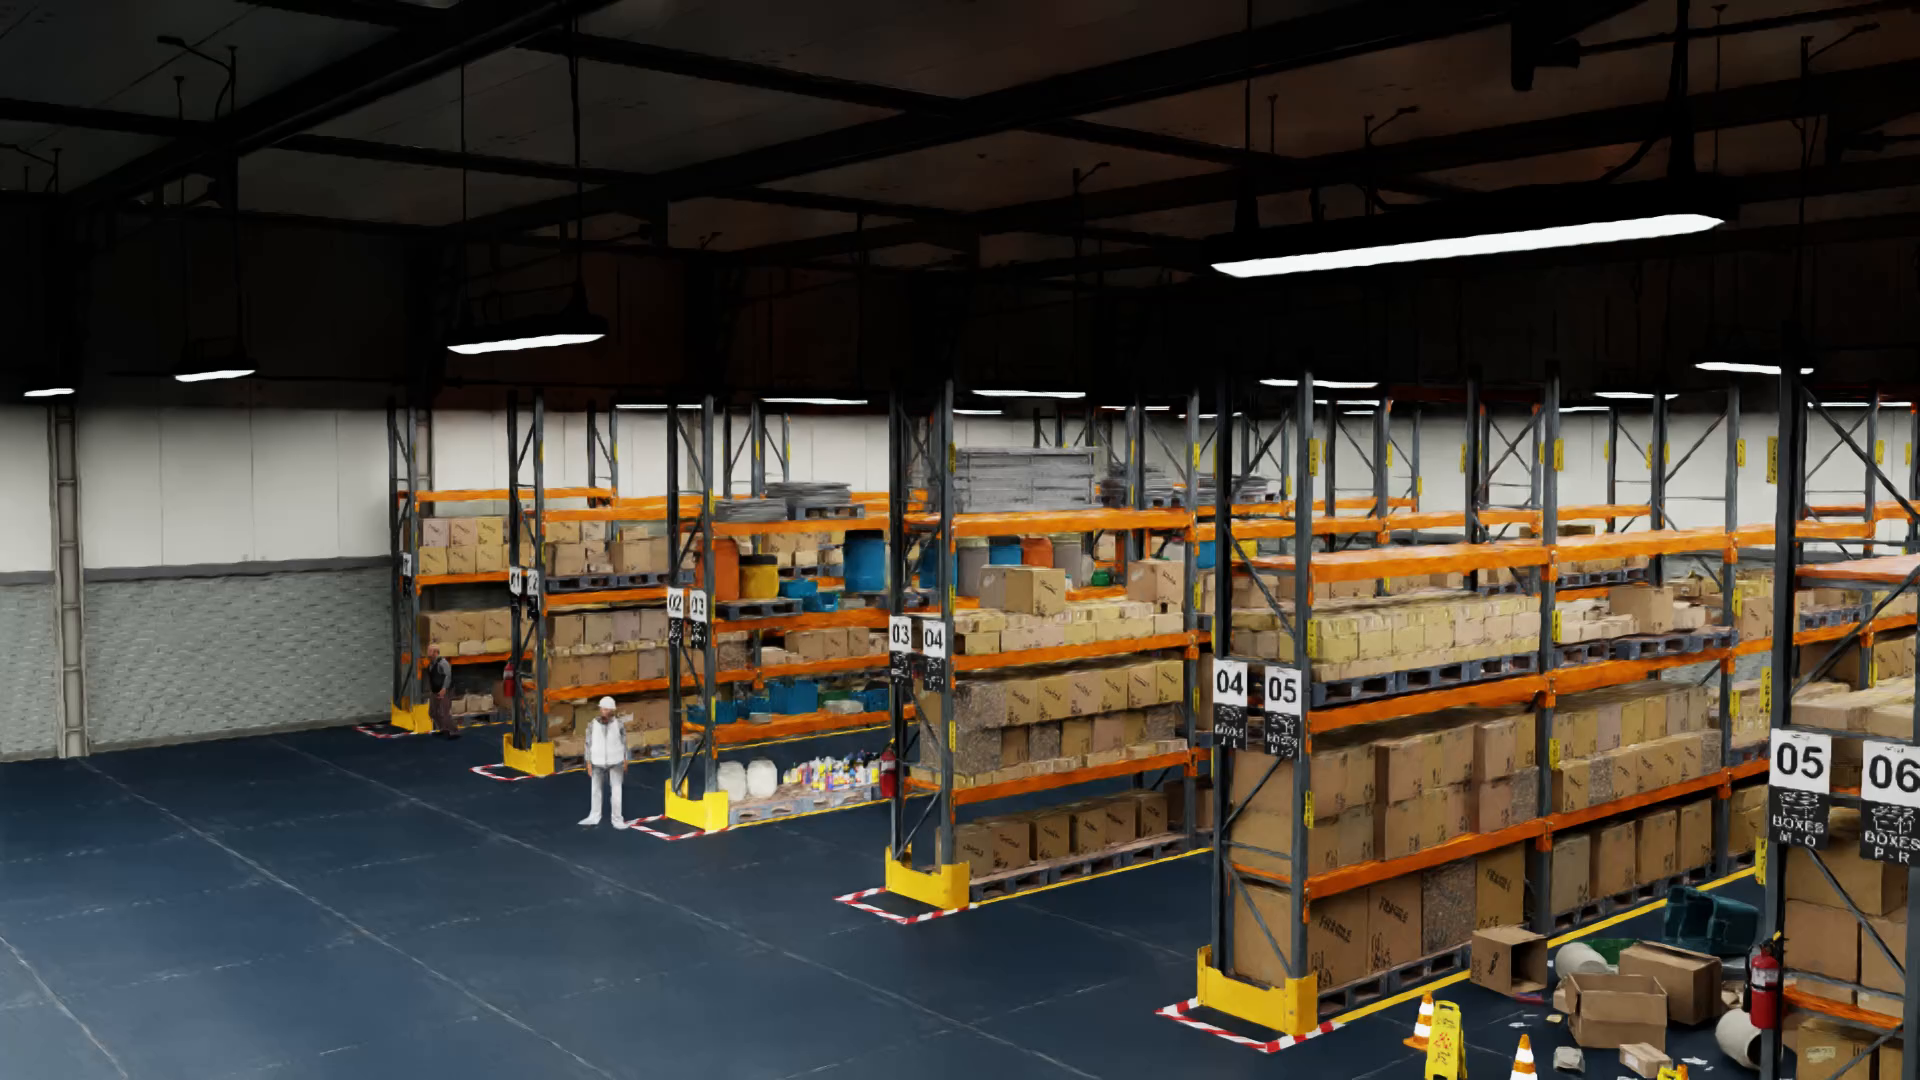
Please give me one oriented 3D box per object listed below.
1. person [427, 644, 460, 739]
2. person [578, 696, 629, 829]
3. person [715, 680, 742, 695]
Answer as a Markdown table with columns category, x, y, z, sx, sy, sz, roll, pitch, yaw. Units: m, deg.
| category | x | y | z | sx | sy | sz | roll | pitch | yaw |
| --- | --- | --- | --- | --- | --- | --- | --- | --- | --- |
| person | -9.040 | 2.642 | 29.022 | 0.534 | 1.674 | 0.677 | -3 | 4 | -42 |
| person | -4.790 | 2.976 | 22.312 | 0.690 | 1.774 | 0.439 | 0 | 3 | -8 |
| person | -4.490 | 2.464 | 31.430 | 1.035 | 1.733 | 0.577 | -3 | 4 | -41 |
